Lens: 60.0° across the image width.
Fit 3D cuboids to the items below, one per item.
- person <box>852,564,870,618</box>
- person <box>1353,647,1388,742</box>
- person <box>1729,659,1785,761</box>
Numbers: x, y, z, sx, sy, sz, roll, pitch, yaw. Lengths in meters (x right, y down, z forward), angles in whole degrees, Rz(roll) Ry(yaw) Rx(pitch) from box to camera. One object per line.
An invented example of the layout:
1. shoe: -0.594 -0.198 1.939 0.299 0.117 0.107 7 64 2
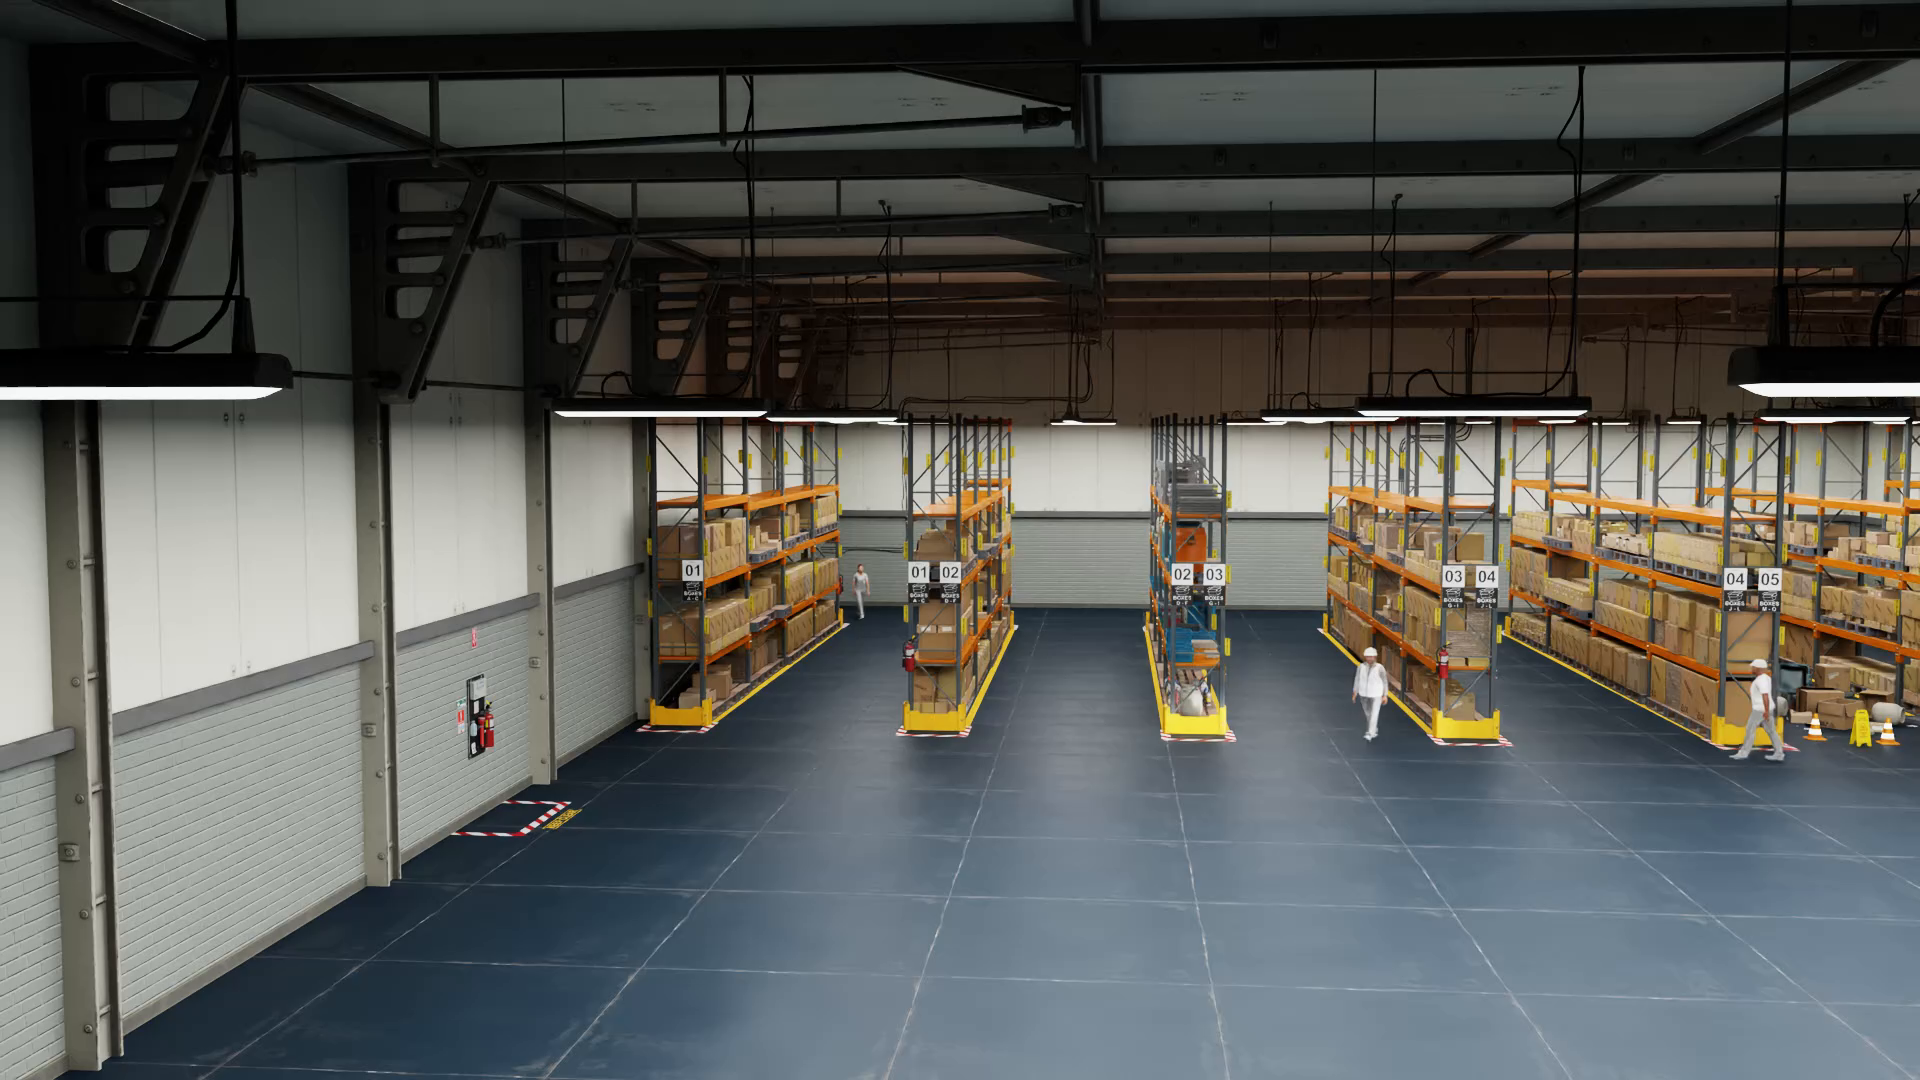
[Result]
1. person: -2.988 1.528 50.060 0.462 1.603 1.106 -2 4 -22
2. person: 7.422 2.809 30.225 0.562 1.713 1.080 3 5 39
3. person: 13.788 2.920 28.656 0.849 1.746 0.593 4 5 43
